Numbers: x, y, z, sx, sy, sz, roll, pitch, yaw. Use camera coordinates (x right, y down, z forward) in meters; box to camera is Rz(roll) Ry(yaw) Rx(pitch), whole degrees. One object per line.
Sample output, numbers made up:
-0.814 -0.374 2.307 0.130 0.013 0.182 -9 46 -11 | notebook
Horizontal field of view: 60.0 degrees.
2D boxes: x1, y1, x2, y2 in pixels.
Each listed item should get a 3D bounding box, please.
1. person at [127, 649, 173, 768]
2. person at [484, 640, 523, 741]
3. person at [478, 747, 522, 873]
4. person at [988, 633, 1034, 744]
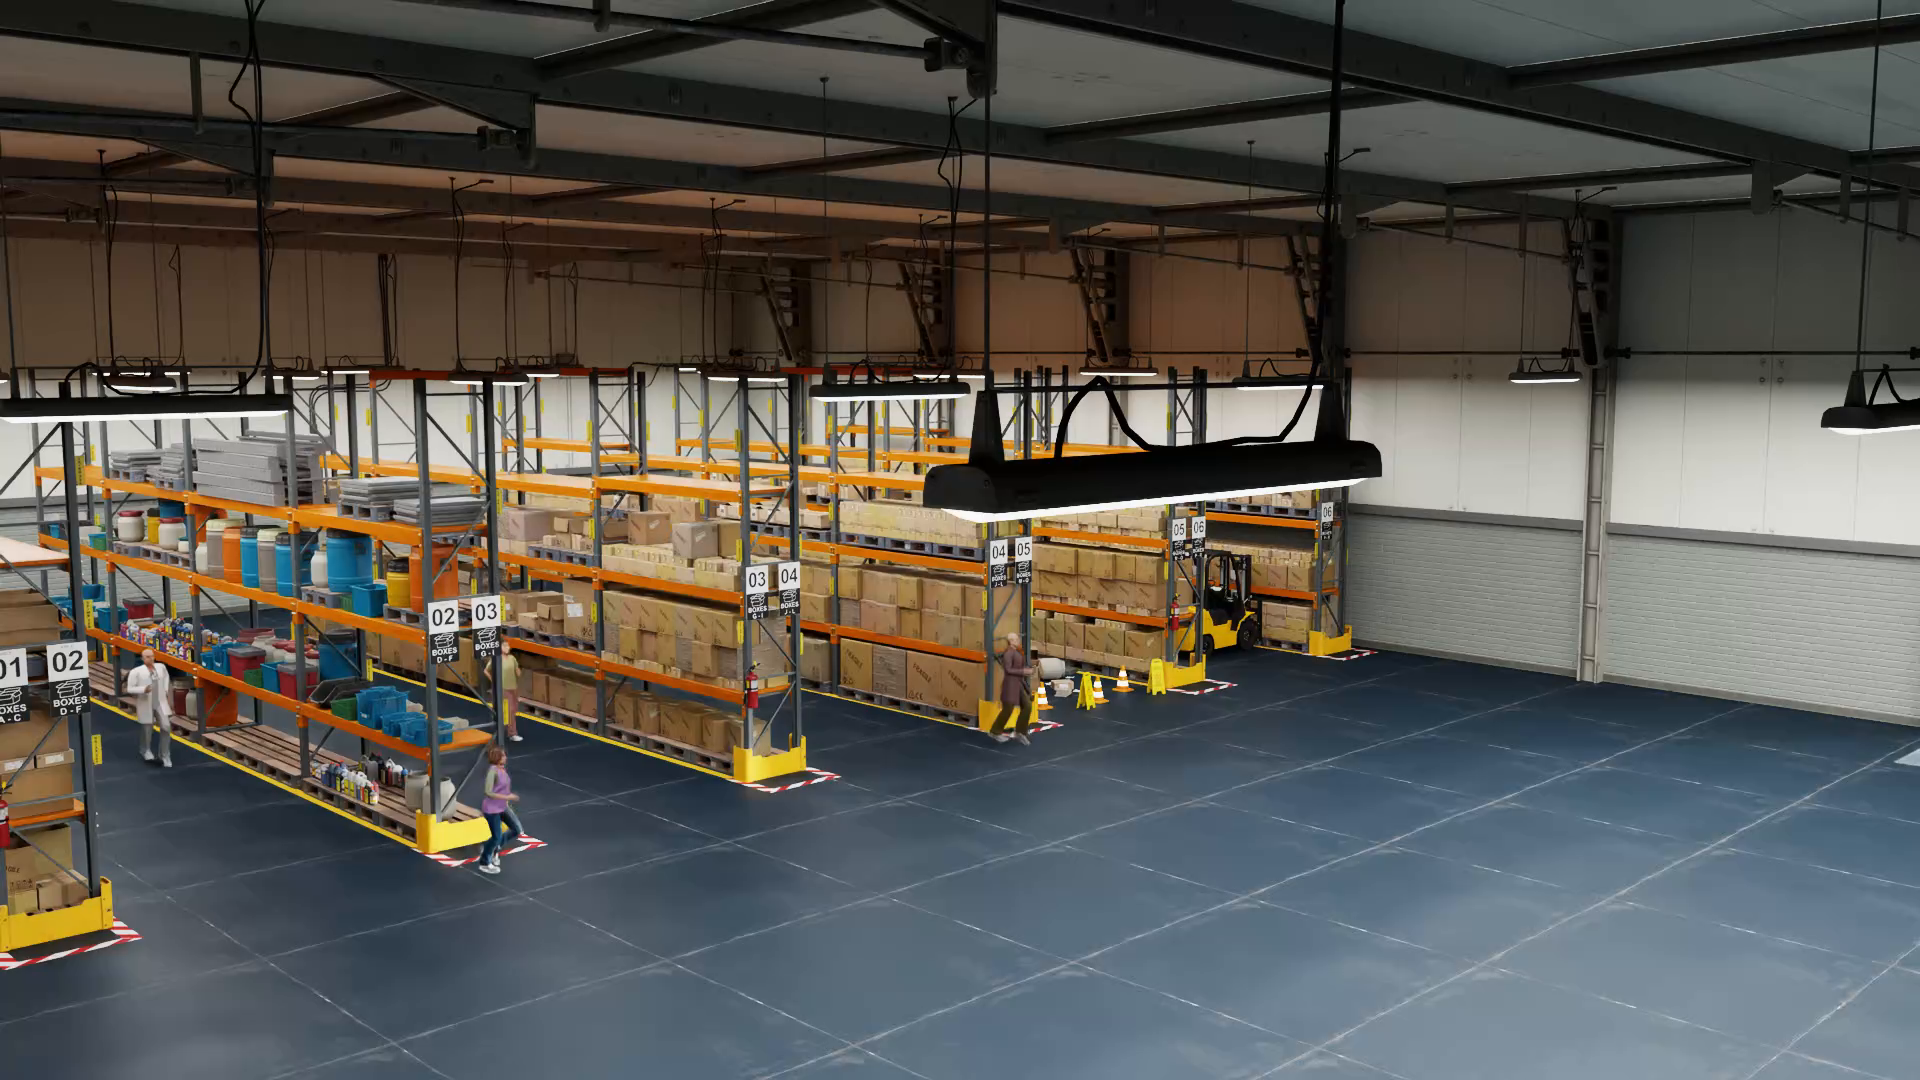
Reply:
-12.400 2.582 25.494 0.687 1.851 0.868 -6 9 -43 | person
-7.455 2.441 27.241 0.859 1.640 0.590 5 8 40 | person
-5.600 3.285 20.239 0.602 1.559 0.580 1 6 5 | person
0.849 2.424 26.939 0.758 1.850 0.707 2 7 19 | person
